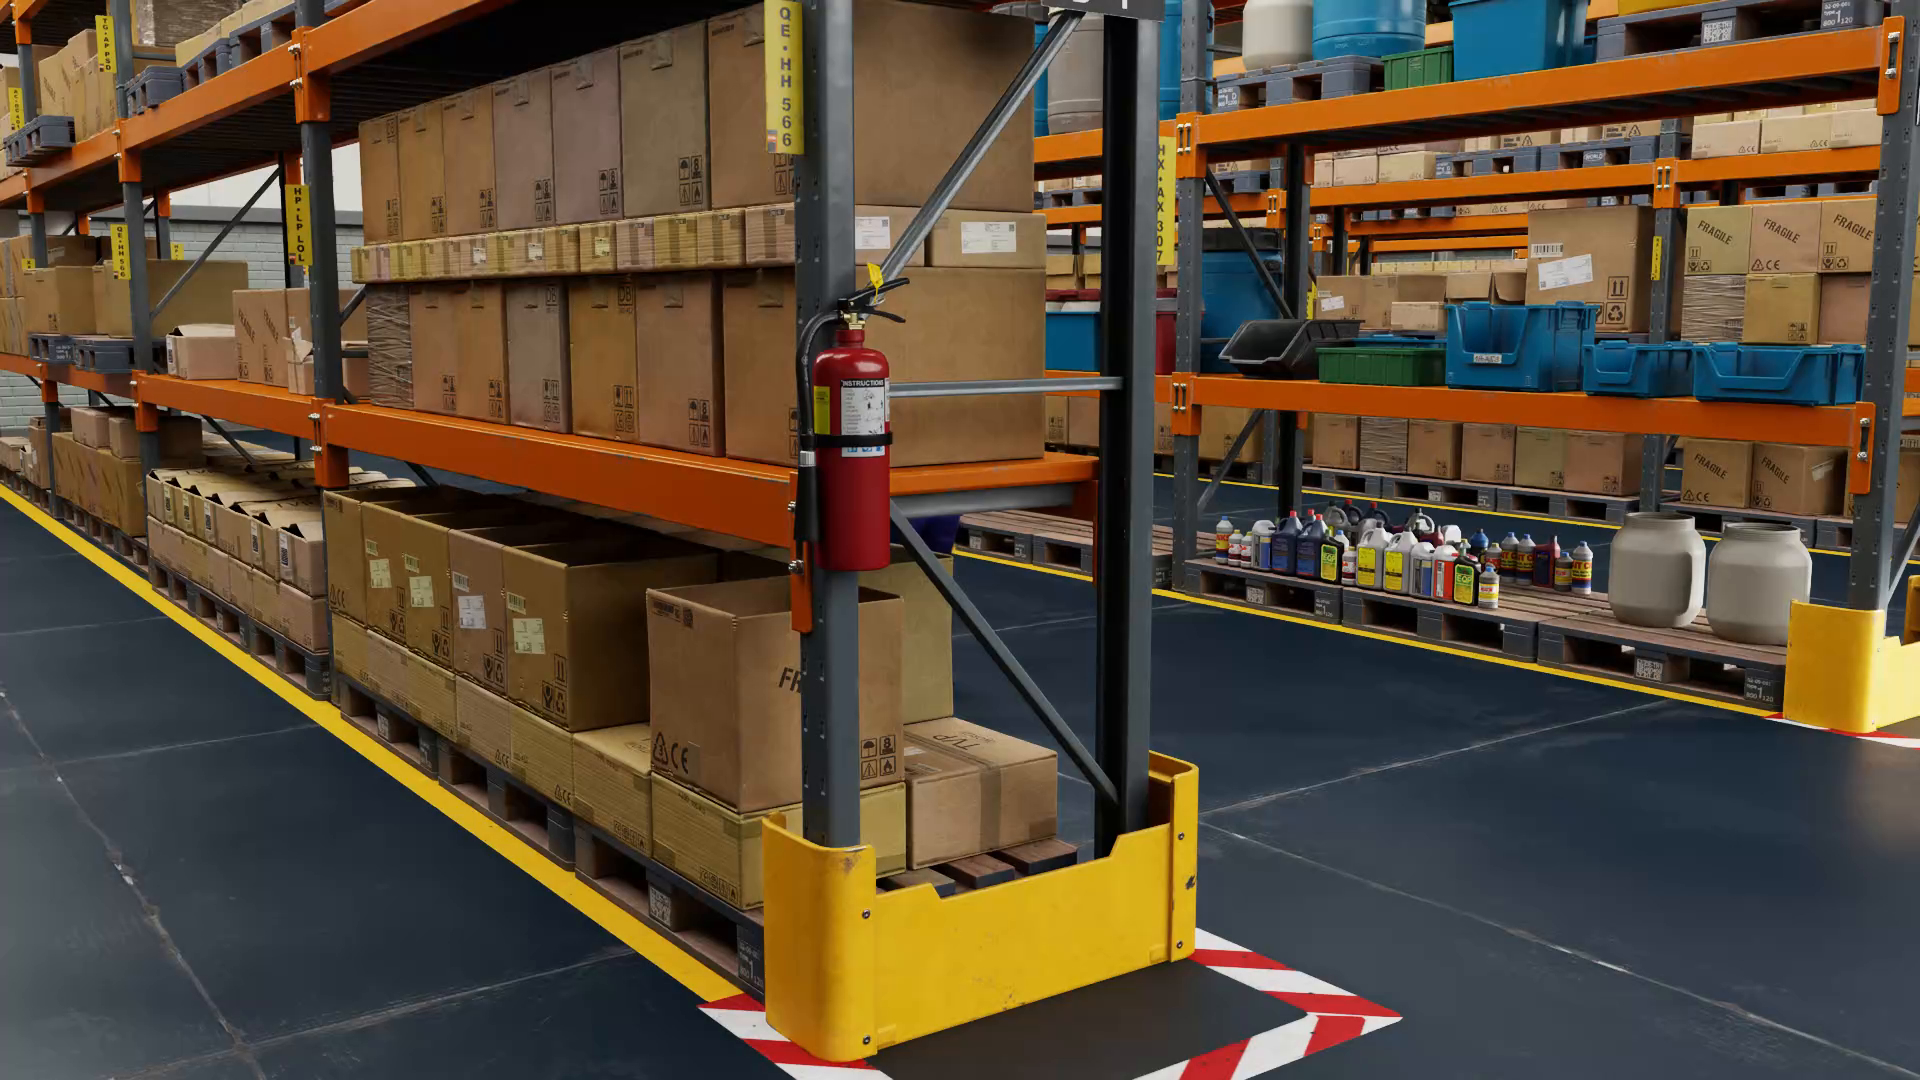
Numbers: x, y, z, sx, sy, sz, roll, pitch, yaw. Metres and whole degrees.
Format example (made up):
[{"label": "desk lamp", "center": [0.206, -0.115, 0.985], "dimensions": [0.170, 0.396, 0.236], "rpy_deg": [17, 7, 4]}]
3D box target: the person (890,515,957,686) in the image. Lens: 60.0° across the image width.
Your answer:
[{"label": "person", "center": [-0.252, -0.138, 7.386], "dimensions": [0.562, 1.636, 0.426], "rpy_deg": [-7, 10, -39]}]
